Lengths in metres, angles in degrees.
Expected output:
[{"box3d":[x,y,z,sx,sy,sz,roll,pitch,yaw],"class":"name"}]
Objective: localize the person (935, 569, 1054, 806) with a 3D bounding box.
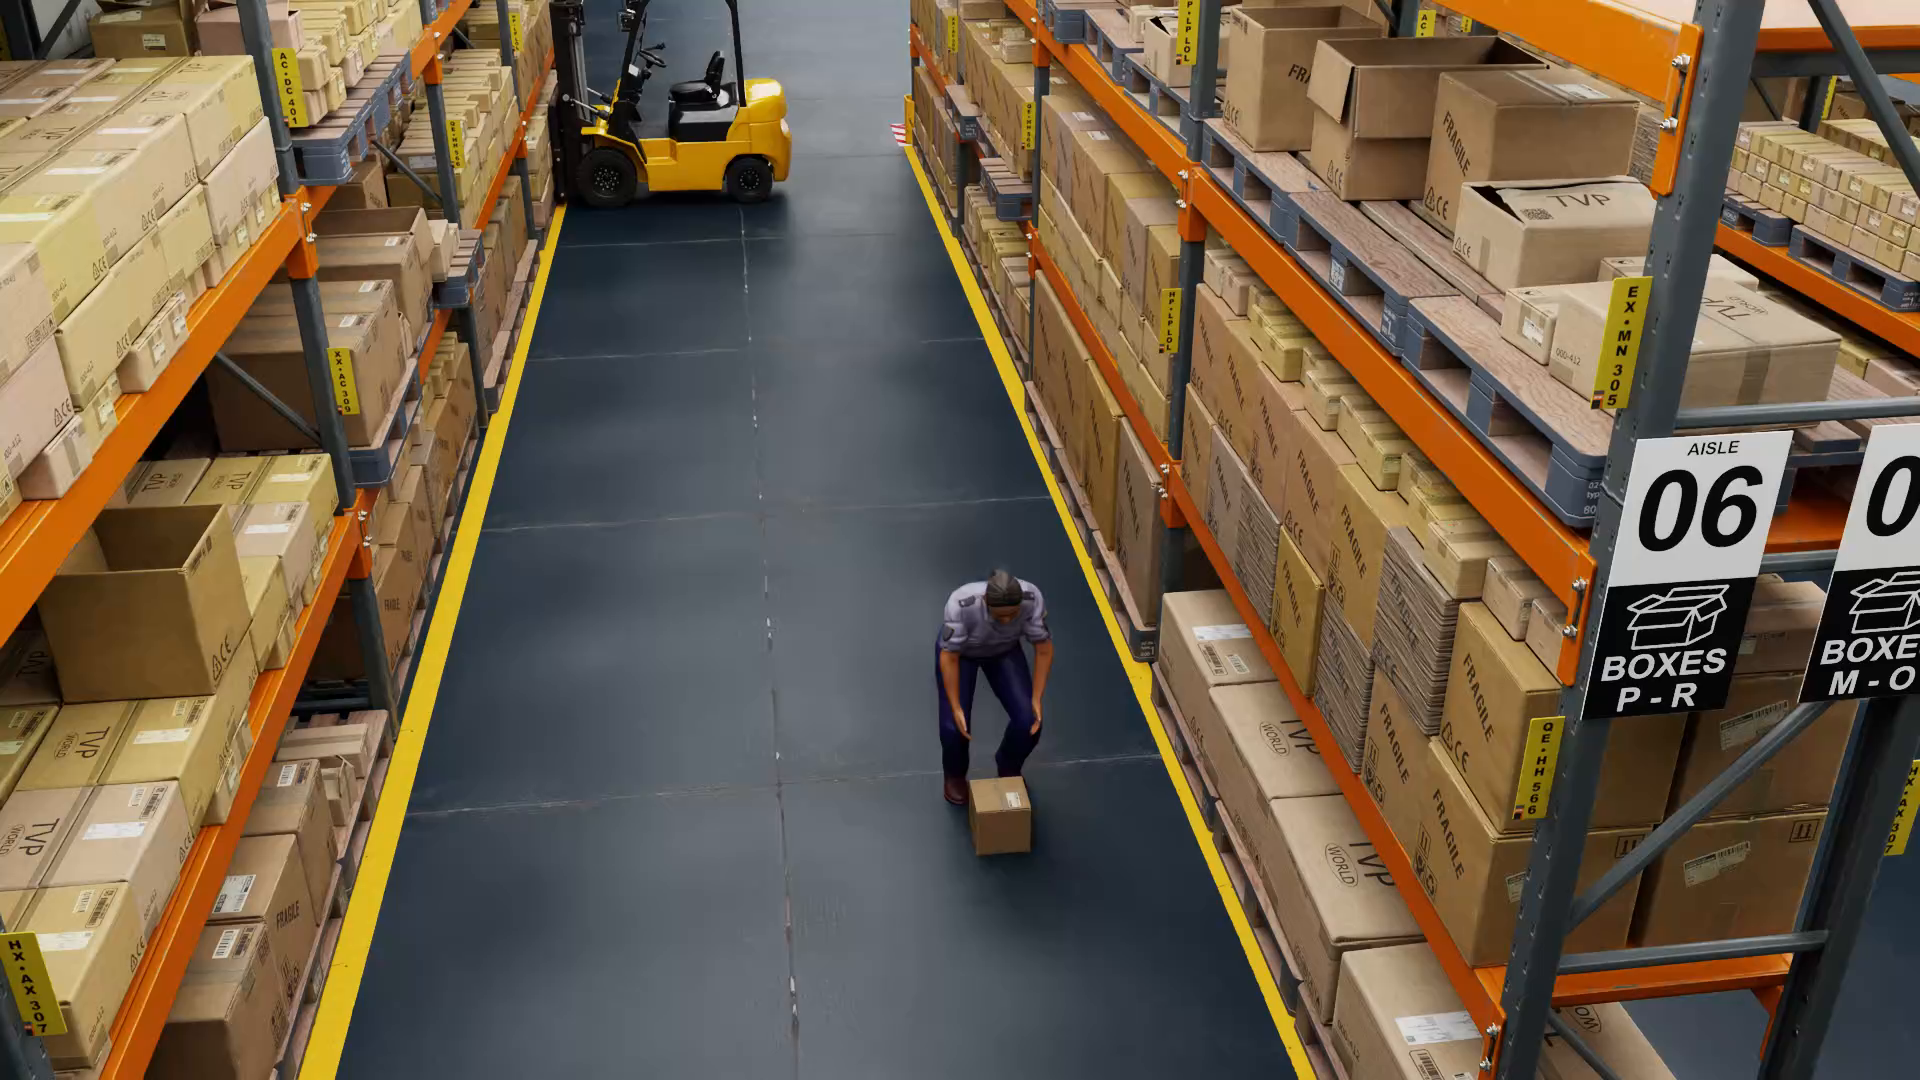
[{"box3d":[0.157,0.637,7.776,0.534,1.312,0.625,-4,28,-7],"class":"person"}]
